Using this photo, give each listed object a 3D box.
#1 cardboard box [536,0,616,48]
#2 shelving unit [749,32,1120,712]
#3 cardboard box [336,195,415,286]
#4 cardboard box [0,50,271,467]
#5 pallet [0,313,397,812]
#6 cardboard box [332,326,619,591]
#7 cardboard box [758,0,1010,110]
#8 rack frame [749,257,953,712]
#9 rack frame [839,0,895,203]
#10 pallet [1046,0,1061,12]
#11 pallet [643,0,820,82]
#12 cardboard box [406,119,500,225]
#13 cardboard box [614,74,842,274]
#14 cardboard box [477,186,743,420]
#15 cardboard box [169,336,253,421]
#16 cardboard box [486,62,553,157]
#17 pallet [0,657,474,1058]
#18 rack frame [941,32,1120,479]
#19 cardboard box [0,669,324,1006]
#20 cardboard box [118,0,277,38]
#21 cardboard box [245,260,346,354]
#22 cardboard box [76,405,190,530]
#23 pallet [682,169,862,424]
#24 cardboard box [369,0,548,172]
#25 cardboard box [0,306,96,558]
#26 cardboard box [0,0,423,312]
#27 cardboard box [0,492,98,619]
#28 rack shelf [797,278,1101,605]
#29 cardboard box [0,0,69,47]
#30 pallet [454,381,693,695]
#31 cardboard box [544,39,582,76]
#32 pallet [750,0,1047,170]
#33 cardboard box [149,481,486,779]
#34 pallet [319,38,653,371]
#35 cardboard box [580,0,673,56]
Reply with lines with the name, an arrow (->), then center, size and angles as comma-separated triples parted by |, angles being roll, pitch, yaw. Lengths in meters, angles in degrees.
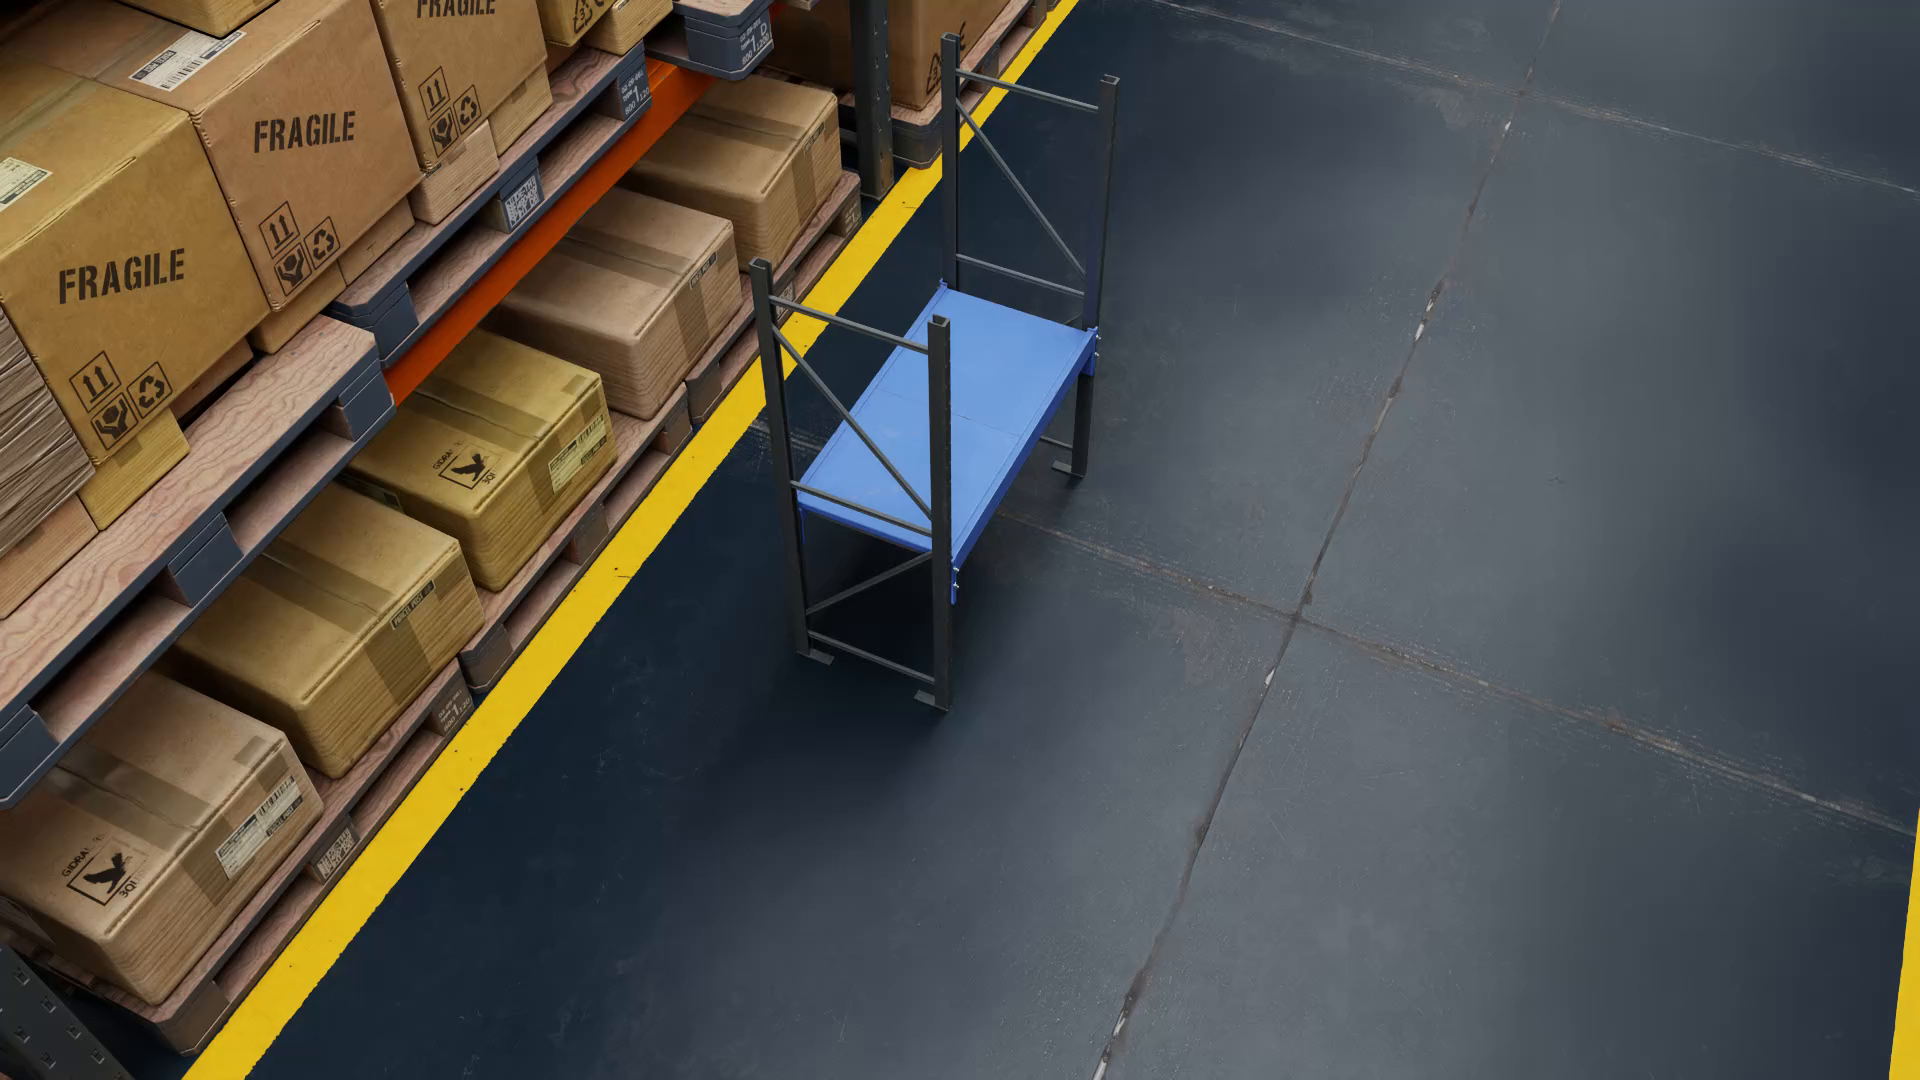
cardboard box -> -1.099, -1.617, 4.120 | 0.500, 0.500, 0.500 | 17, 52, 14
shelving unit -> -0.036, -0.427, 4.629 | 0.538, 1.500, 1.048 | 20, 52, 16
cardboard box -> -1.496, -0.764, 3.820 | 0.380, 0.149, 0.250 | 20, 53, 16
cardboard box -> -1.766, -0.549, 3.211 | 0.500, 0.500, 0.500 | 20, 52, 16
pallet -> -1.981, -0.126, 3.514 | 1.003, 0.211, 1.213 | 20, 52, 16
cardboard box -> -1.618, -0.331, 5.012 | 0.950, 0.372, 0.625 | 21, 53, 17
cardboard box -> -0.360, -2.360, 6.408 | 0.875, 0.875, 0.875 | 19, 52, 16
rack frame -> -0.254, -0.077, 4.331 | 0.500, 1.500, 0.032 | 20, 52, 16
rack frame -> -0.730, -2.463, 5.377 | 1.000, 3.000, 0.127 | 20, 52, 16
pallet -> 0.197, -2.915, 7.592 | 1.003, 0.211, 1.213 | 20, 52, 16
pallet -> -0.939, -1.876, 5.003 | 1.213, 0.211, 1.003 | 20, 52, 16
cardboard box -> -1.336, -0.930, 3.961 | 0.380, 0.149, 0.250 | 22, 53, 17
cardboard box -> -0.981, -1.362, 5.889 | 0.950, 0.372, 0.625 | 17, 52, 14
cardboard box -> -1.289, -0.851, 5.455 | 0.950, 0.372, 0.625 | 19, 52, 15
cardboard box -> -1.751, -0.431, 3.536 | 0.380, 0.149, 0.250 | 23, 53, 18
cardboard box -> -1.248, -1.123, 4.125 | 0.380, 0.149, 0.250 | 18, 52, 15
pallet -> -2.108, 0.658, 4.552 | 1.003, 0.211, 1.213 | 20, 52, 16
rack frame -> 0.181, -0.777, 4.927 | 0.500, 1.500, 0.032 | 20, 52, 16
cardboard box -> -2.218, 0.644, 4.182 | 0.950, 0.372, 0.625 | 20, 53, 17
cardboard box -> -1.548, -1.175, 3.317 | 0.380, 0.149, 0.250 | 23, 53, 18
cardboard box -> -1.603, -0.594, 3.675 | 0.380, 0.149, 0.250 | 21, 53, 17
cardboard box -> -1.803, -0.211, 3.349 | 0.380, 0.149, 0.250 | 21, 53, 17
pallet -> -1.066, -1.022, 5.981 | 1.003, 0.211, 1.213 | 20, 52, 16
cardboard box -> -1.333, -1.242, 3.800 | 0.500, 0.500, 0.500 | 18, 52, 15
cardboard box -> -1.980, -0.203, 2.917 | 0.500, 0.500, 0.500 | 21, 53, 17
cardboard box -> -1.543, -0.885, 3.496 | 0.500, 0.500, 0.500 | 20, 52, 16
cardboard box -> -1.918, -0.042, 3.205 | 0.380, 0.149, 0.250 | 21, 53, 17
rack shelf -> -0.036, -0.311, 4.766 | 0.538, 0.185, 1.000 | 20, 52, 16
cardboard box -> -2.013, -1.062, 3.647 | 0.500, 0.500, 0.500 | 21, 53, 17
pallet -> -1.588, -0.185, 5.269 | 1.003, 0.211, 1.213 | 20, 52, 16
cardboard box -> -1.215, -1.323, 4.295 | 0.380, 0.149, 0.250 | 20, 53, 16
pallet -> -0.326, -2.078, 6.880 | 1.003, 0.211, 1.213 | 20, 52, 16
cardboard box -> -1.913, 0.148, 4.604 | 0.950, 0.372, 0.625 | 23, 53, 18
pallet -> -1.539, -1.025, 4.278 | 1.003, 0.211, 1.213 | 20, 52, 16
cardboard box -> -0.994, -1.455, 4.408 | 0.380, 0.149, 0.250 | 21, 53, 17
